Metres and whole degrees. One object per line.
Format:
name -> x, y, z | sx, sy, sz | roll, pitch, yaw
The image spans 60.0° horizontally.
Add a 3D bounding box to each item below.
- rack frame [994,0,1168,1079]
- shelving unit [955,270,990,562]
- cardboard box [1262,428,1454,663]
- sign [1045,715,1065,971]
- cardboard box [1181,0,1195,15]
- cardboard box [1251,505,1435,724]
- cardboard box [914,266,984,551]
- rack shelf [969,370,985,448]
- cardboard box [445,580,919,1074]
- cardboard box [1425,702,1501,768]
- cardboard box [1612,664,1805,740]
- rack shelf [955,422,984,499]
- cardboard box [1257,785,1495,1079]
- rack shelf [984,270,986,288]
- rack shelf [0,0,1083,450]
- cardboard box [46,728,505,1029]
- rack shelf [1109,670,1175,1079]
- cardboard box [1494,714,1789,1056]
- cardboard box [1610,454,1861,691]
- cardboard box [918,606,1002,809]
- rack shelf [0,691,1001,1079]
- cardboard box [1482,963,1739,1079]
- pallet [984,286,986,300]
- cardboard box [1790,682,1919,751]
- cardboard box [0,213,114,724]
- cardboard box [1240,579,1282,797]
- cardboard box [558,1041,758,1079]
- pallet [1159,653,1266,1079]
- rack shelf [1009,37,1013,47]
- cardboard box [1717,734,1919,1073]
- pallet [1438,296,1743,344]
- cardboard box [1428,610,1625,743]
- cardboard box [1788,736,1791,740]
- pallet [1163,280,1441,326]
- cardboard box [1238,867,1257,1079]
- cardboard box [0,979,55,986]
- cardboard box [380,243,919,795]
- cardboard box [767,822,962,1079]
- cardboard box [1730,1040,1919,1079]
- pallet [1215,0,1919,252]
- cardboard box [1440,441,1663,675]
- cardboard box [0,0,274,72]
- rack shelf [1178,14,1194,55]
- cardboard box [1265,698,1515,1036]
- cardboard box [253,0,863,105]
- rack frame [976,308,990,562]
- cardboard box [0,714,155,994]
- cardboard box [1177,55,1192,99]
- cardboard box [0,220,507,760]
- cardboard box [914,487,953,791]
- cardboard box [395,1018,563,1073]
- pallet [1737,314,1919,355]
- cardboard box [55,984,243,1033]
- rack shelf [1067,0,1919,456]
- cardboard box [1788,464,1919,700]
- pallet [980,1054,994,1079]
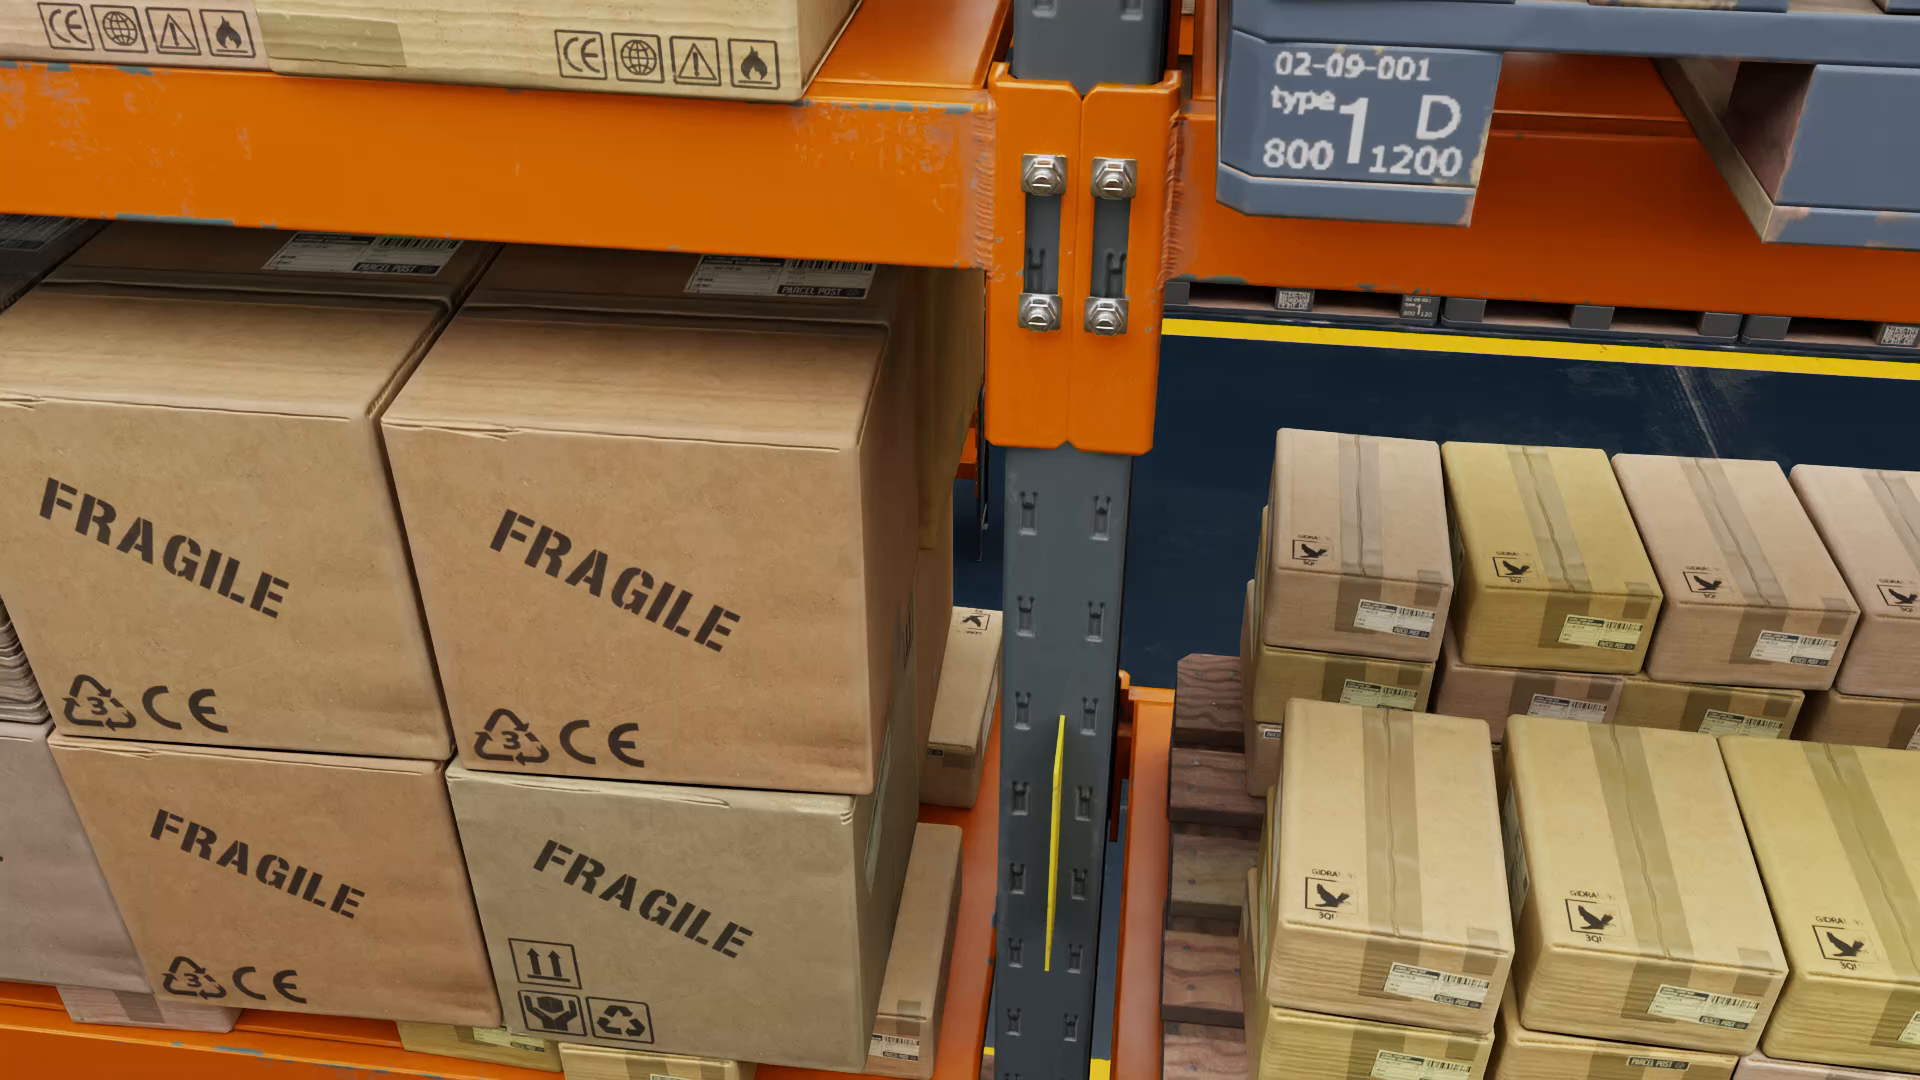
rack frame -> 0.171, 0.395, 2.614 | 0.053, 2.616, 0.949 | 4, 36, 6
shelving unit -> -0.164, -0.501, 5.419 | 0.503, 1.200, 0.258 | 4, 36, 6
cardboard box -> 0.594, 0.000, 2.511 | 0.250, 0.149, 0.380 | 6, 36, 8
sign -> 0.110, 0.354, 1.926 | 0.005, 0.325, 0.100 | 4, 36, 6
cardboard box -> 1.104, -2.221, 6.408 | 0.500, 0.250, 0.500 | 3, 36, 5
cardboard box -> 0.591, 0.119, 2.600 | 0.250, 0.149, 0.380 | 5, 36, 7
cardboard box -> -0.245, -0.349, 2.454 | 0.500, 0.500, 0.500 | 5, 36, 7
rack shelf -> -0.164, -0.446, 5.458 | 0.480, 0.148, 0.258 | 4, 36, 6
cardboard box -> -0.345, 0.358, 2.323 | 0.500, 0.500, 0.500 | 4, 36, 6
cardboard box -> 0.848, 0.259, 2.660 | 0.250, 0.149, 0.380 | 4, 36, 6
cardboard box -> 1.098, 0.158, 2.545 | 0.250, 0.149, 0.380 | 6, 36, 8
rack shelf -> -0.164, -0.284, 5.573 | 0.480, 0.148, 0.258 | 4, 36, 6
cardboard box -> 0.503, 0.498, 2.069 | 0.250, 0.149, 0.380 | 5, 36, 7
rack shelf -> -0.164, -0.820, 5.190 | 0.480, 0.148, 0.258 | 4, 36, 6
rack shelf -> -1.813, -0.683, 2.162 | 4.000, 0.370, 1.077 | 4, 36, 6
cardboard box -> -0.859, 0.319, 2.378 | 0.500, 0.500, 0.500 | 3, 36, 5
rack shelf -> 2.155, 0.834, 2.618 | 4.000, 0.370, 1.077 | 4, 36, 6
cardboard box -> 0.781, 0.394, 1.959 | 0.250, 0.149, 0.380 | 5, 36, 7
cardboard box -> 1.117, 0.039, 2.455 | 0.250, 0.149, 0.380 | 3, 36, 4
cardboard box -> -0.068, 0.286, 2.983 | 0.250, 0.149, 0.380 | 6, 36, 8
rack shelf -> -1.813, 0.538, 3.033 | 4.000, 0.370, 1.077 | 4, 36, 6
cardboard box -> 0.761, 0.516, 2.044 | 0.250, 0.149, 0.380 | 4, 36, 5
pallet -> -0.043, -1.433, 7.576 | 1.213, 0.211, 1.003 | 4, 36, 6
cardboard box -> 1.370, 0.176, 2.520 | 0.250, 0.149, 0.380 | 3, 36, 4
cardboard box -> -1.349, -0.136, 2.155 | 0.500, 0.500, 0.500 | 5, 36, 7
cardboard box -> 0.590, 0.240, 2.686 | 0.250, 0.149, 0.380 | 3, 36, 5
cardboard box -> -0.411, 0.653, 2.469 | 0.250, 0.149, 0.380 | 3, 36, 5
pallet -> 0.911, 0.612, 2.476 | 1.213, 0.211, 1.003 | 4, 36, 6
rack shelf -> -1.282, -2.322, 7.040 | 4.000, 0.370, 1.077 | 4, 36, 6
cardboard box -> 1.035, 0.414, 1.930 | 0.250, 0.149, 0.380 | 5, 36, 6
pallet -> 2.690, -1.229, 7.290 | 1.213, 0.211, 1.003 | 4, 36, 6
cardboard box -> 0.853, 0.138, 2.573 | 0.250, 0.149, 0.380 | 4, 36, 6
cardboard box -> 1.344, 0.297, 2.606 | 0.250, 0.149, 0.380 | 3, 36, 4
pallet -> 1.476, -1.318, 7.415 | 1.213, 0.211, 1.003 | 4, 36, 6
cardboard box -> 0.503, 0.619, 2.156 | 0.250, 0.149, 0.380 | 3, 36, 4
cardboard box -> -1.440, 0.513, 2.665 | 0.250, 0.149, 0.380 | 4, 36, 5
cardboard box -> -0.329, -0.054, 2.041 | 0.500, 0.500, 0.500 | 3, 36, 4
cardboard box -> -0.142, 0.609, 2.530 | 0.250, 0.149, 0.380 | 4, 36, 5
cardboard box -> 1.017, 0.535, 2.018 | 0.250, 0.149, 0.380 | 5, 36, 7
pallet -> 0.770, -0.644, 1.650 | 1.003, 0.211, 1.213 | 4, 36, 6
cardboard box -> 0.861, 0.019, 2.484 | 0.250, 0.149, 0.380 | 3, 36, 5
cardboard box -> -0.844, -0.691, 1.683 | 0.500, 0.250, 0.500 | 4, 36, 6
rack shelf -> 2.685, -2.026, 6.625 | 4.000, 0.370, 1.077 | 4, 36, 6
cardboard box -> 0.503, 0.377, 1.983 | 0.250, 0.149, 0.380 | 6, 36, 8
cardboard box -> -0.350, -0.647, 1.622 | 0.500, 0.250, 0.500 | 5, 36, 7
rack frame -> 0.078, -0.483, 5.393 | 0.015, 1.200, 0.240 | 4, 36, 6
cardboard box -> -1.353, 0.282, 2.431 | 0.500, 0.500, 0.500 | 4, 36, 6
cardboard box -> 1.327, -1.773, 7.119 | 0.875, 0.875, 0.875 | 5, 36, 7
cardboard box -> -0.843, -0.090, 2.091 | 0.500, 0.500, 0.500 | 3, 36, 4
cardboard box -> -0.288, 0.050, 2.756 | 0.500, 0.500, 0.500 | 4, 36, 5
cardboard box -> -0.669, 0.599, 2.545 | 0.250, 0.149, 0.380 | 6, 36, 8
pallet -> 3.896, -1.137, 7.162 | 1.213, 0.211, 1.003 | 4, 36, 6
cardboard box -> -1.195, 0.563, 2.596 | 0.250, 0.149, 0.380 | 3, 36, 4
rack shelf -> 2.155, -0.387, 1.747 | 4.000, 0.370, 1.077 | 4, 36, 6
cardboard box -> 1.377, 0.059, 2.428 | 0.250, 0.149, 0.380 | 4, 36, 6
pallet -> -0.499, 1.499, 3.468 | 1.213, 0.211, 1.003 | 4, 36, 6
